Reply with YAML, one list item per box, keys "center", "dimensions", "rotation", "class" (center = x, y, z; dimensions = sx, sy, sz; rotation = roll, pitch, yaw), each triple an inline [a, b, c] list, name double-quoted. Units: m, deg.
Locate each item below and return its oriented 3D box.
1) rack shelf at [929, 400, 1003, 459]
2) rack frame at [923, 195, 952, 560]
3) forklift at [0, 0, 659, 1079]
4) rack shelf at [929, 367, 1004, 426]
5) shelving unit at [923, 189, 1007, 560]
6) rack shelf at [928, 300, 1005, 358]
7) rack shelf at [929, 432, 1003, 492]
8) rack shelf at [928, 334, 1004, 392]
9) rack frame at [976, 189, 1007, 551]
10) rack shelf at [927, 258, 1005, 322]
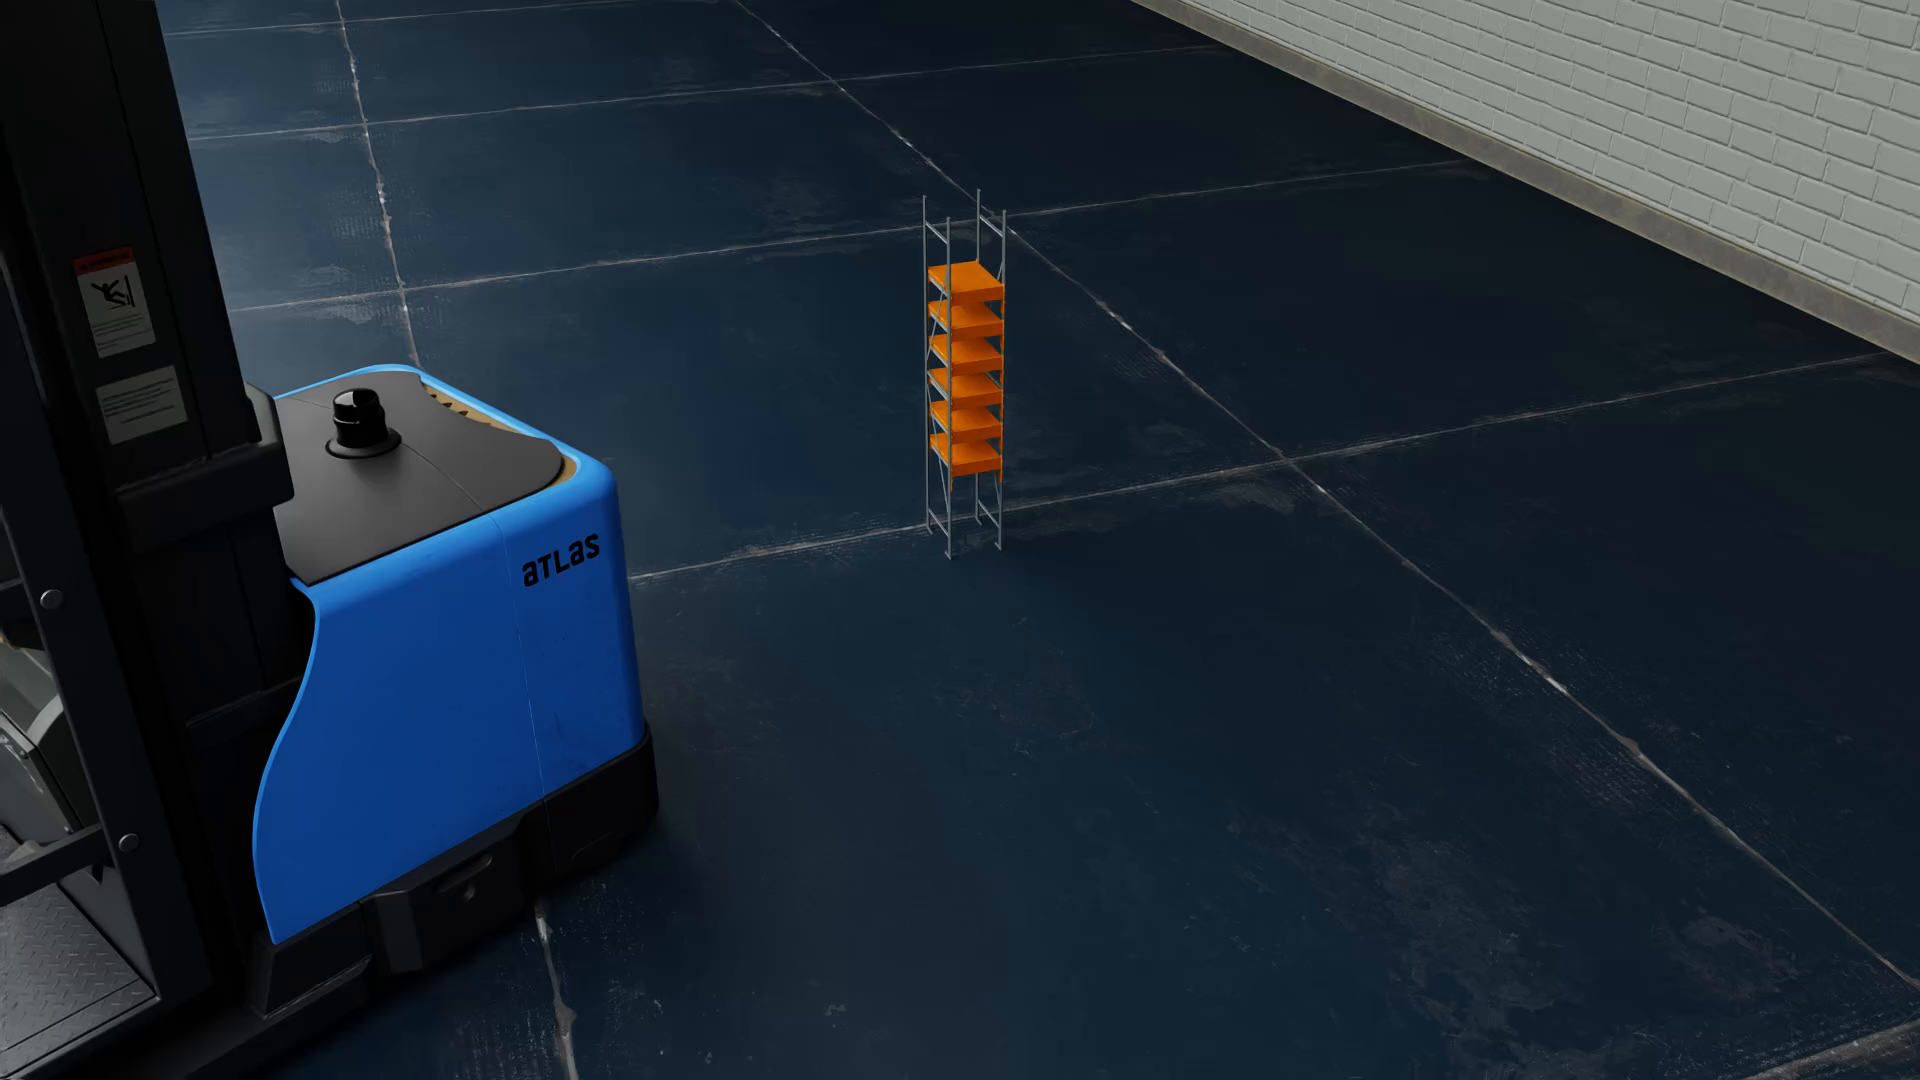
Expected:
- center: [0.014, -0.381, 5.539]
  dimensions: [0.180, 0.103, 0.258]
  rotation: [-10, 31, -18]
  class: "rack shelf"
- center: [-0.072, -0.508, 5.430]
  dimensions: [0.006, 1.200, 0.240]
  rotation: [-10, 31, -18]
  class: "rack frame"
- center: [-2.159, -0.134, 3.025]
  dimensions: [1.130, 2.935, 3.031]
  rotation: [25, 38, 36]
  class: "forklift"
- center: [0.014, -0.485, 5.479]
  dimensions: [0.180, 0.103, 0.258]
  rotation: [-10, 31, -18]
  class: "rack shelf"
- center: [0.014, -0.524, 5.457]
  dimensions: [0.189, 1.200, 0.258]
  rotation: [-10, 31, -18]
  class: "shelving unit"
- center: [0.014, -0.694, 5.361]
  dimensions: [0.180, 0.103, 0.258]
  rotation: [-10, 31, -18]
  class: "rack shelf"
- center: [0.014, -0.277, 5.598]
  dimensions: [0.180, 0.103, 0.258]
  rotation: [-10, 31, -18]
  class: "rack shelf"
- center: [0.014, -0.589, 5.420]
  dimensions: [0.180, 0.103, 0.258]
  rotation: [-10, 31, -18]
  class: "rack shelf"
- center: [0.099, -0.540, 5.485]
  dimensions: [0.006, 1.200, 0.240]
  rotation: [-10, 31, -18]
  class: "rack frame"
- center: [0.014, -0.798, 5.301]
  dimensions: [0.180, 0.103, 0.258]
  rotation: [-10, 31, -18]
  class: "rack shelf"
